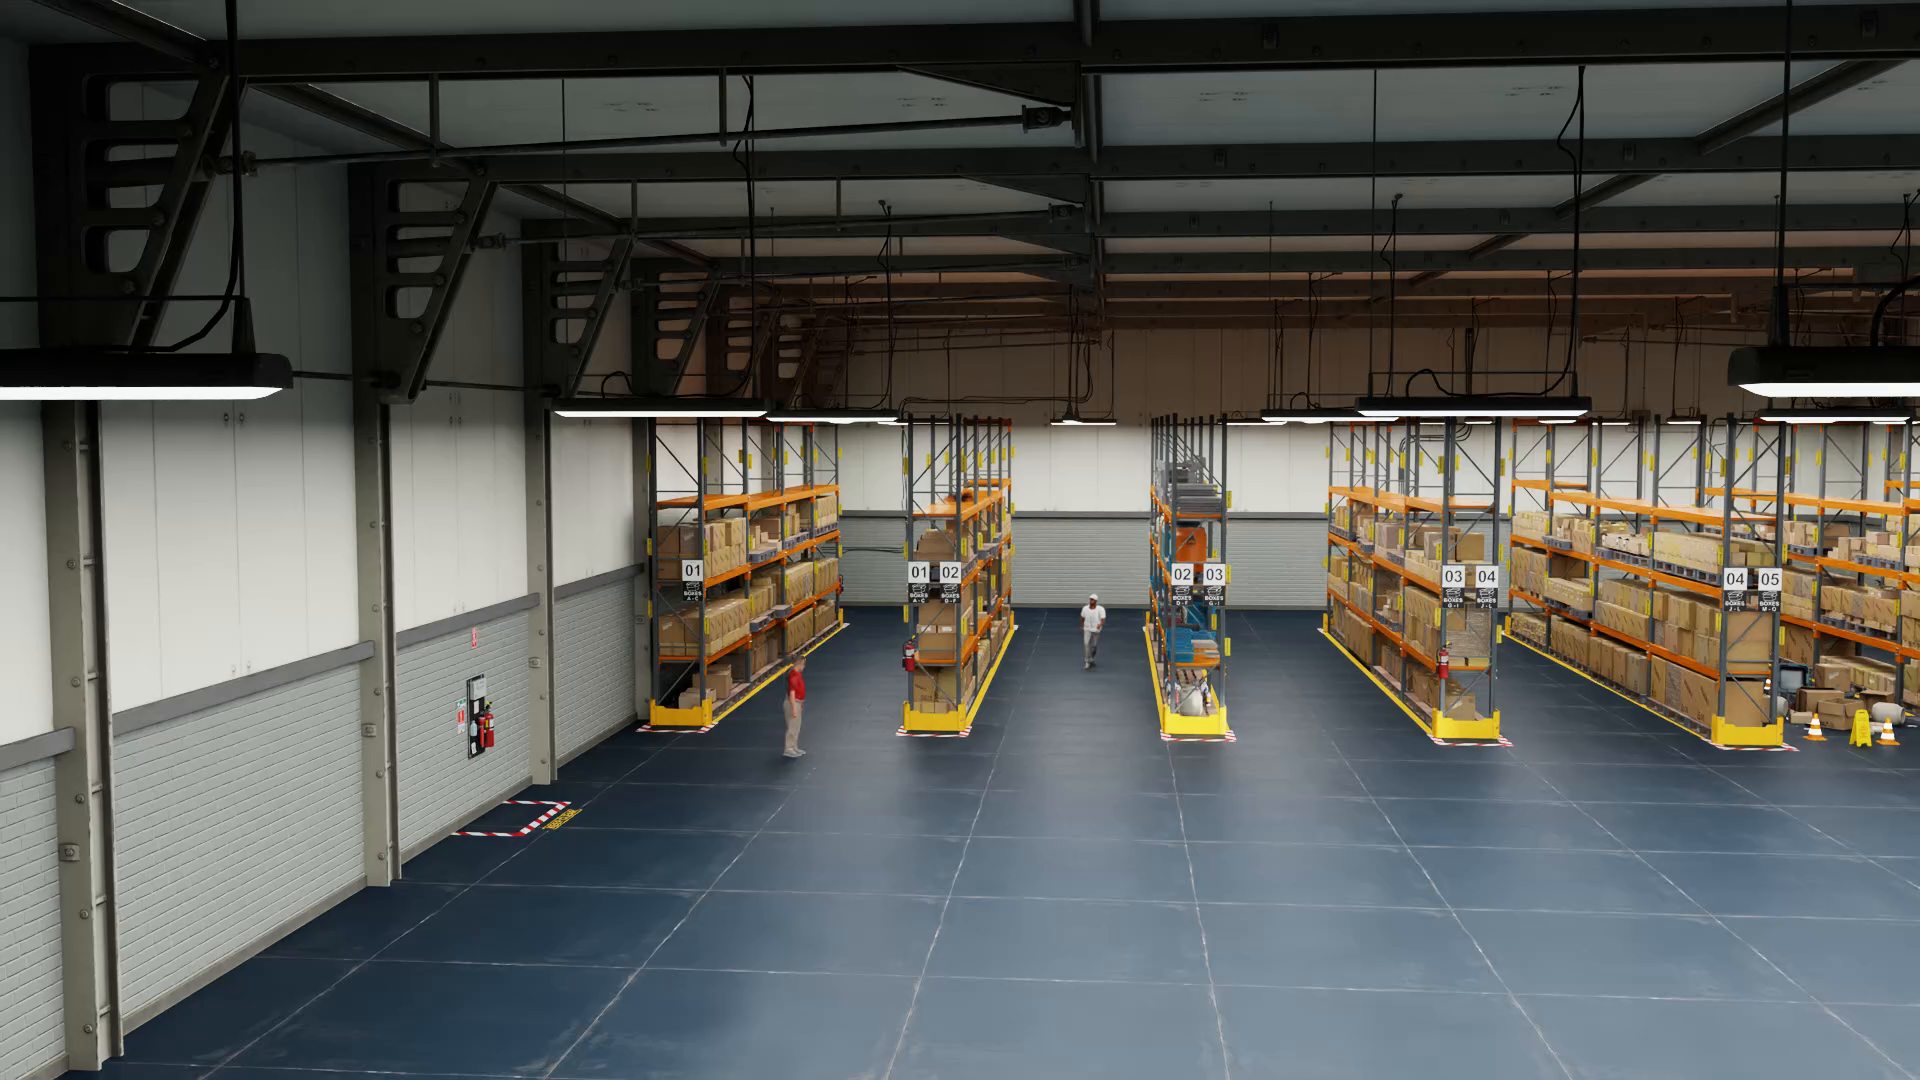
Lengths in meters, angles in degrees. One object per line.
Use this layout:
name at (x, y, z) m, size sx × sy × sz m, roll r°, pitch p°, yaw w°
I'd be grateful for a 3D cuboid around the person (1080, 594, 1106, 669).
person at (3.195, 2.176, 40.031) m, size 0.618 × 1.746 × 0.997 m, roll 0°, pitch 4°, yaw 5°

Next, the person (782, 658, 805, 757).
person at (-2.897, 2.913, 29.029) m, size 0.392 × 1.735 × 0.567 m, roll 0°, pitch 4°, yaw 1°
